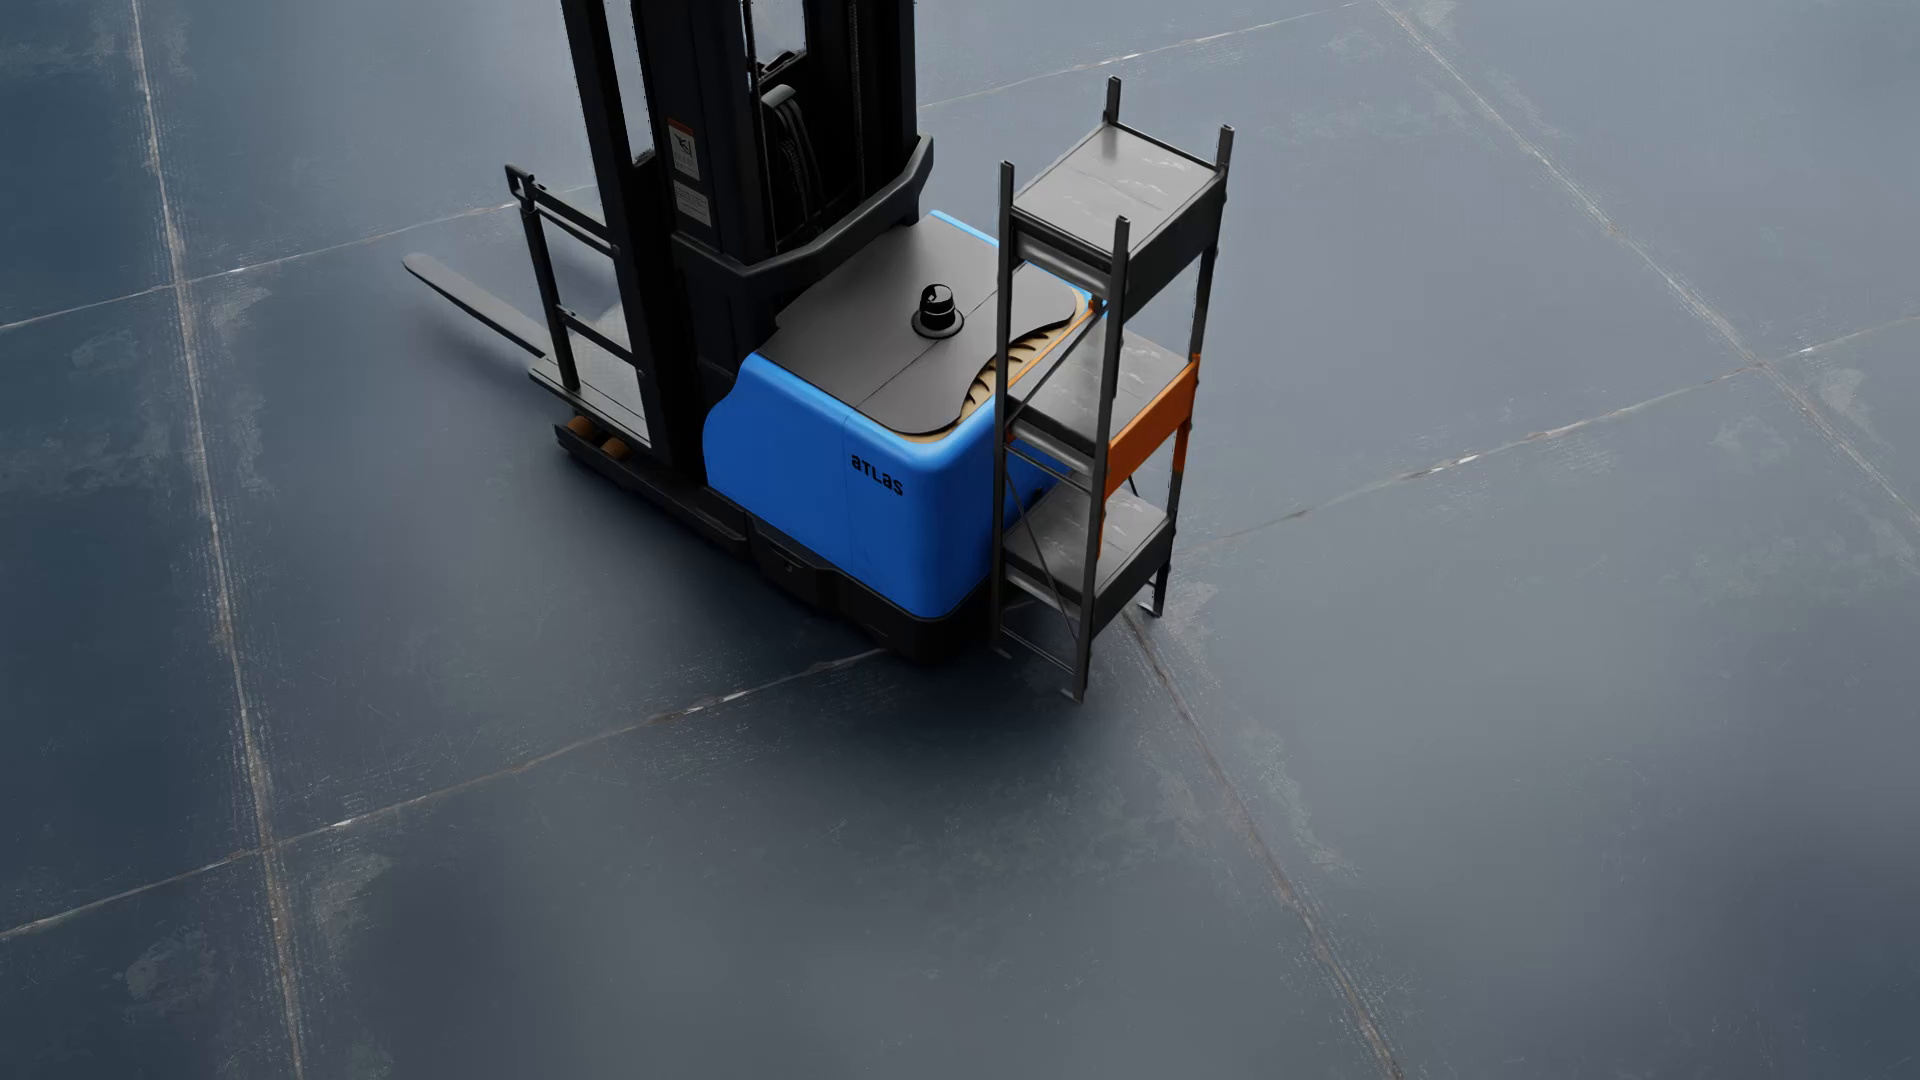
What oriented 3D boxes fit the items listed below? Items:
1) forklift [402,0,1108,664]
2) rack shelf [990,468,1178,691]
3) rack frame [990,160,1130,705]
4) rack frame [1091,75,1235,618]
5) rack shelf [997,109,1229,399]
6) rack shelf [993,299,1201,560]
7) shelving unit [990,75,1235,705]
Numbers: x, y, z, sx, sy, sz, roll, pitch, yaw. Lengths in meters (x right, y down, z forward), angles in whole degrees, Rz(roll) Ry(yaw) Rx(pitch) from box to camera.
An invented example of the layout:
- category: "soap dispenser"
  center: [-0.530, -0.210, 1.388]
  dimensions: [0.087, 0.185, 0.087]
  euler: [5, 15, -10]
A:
- category: "forklift"
  center: [-0.948, -1.468, 5.579]
  dimensions: [3.031, 2.935, 1.130]
  euler: [31, 56, 24]
- category: "rack shelf"
  center: [0.418, 0.110, 5.712]
  dimensions: [0.431, 0.518, 0.480]
  euler: [31, 56, 24]
- category: "rack frame"
  center: [0.267, -0.209, 5.046]
  dimensions: [0.400, 2.100, 0.015]
  euler: [31, 56, 24]
- category: "rack frame"
  center: [0.570, -0.500, 5.295]
  dimensions: [0.400, 2.100, 0.015]
  euler: [31, 56, 24]
- category: "rack shelf"
  center: [0.418, -0.802, 4.650]
  dimensions: [0.431, 0.518, 0.480]
  euler: [31, 56, 24]
- category: "rack shelf"
  center: [0.418, -0.346, 5.181]
  dimensions: [0.431, 0.518, 0.480]
  euler: [31, 56, 24]
- category: "shelving unit"
  center: [0.418, -0.355, 5.170]
  dimensions: [0.431, 2.100, 0.503]
  euler: [31, 56, 24]
